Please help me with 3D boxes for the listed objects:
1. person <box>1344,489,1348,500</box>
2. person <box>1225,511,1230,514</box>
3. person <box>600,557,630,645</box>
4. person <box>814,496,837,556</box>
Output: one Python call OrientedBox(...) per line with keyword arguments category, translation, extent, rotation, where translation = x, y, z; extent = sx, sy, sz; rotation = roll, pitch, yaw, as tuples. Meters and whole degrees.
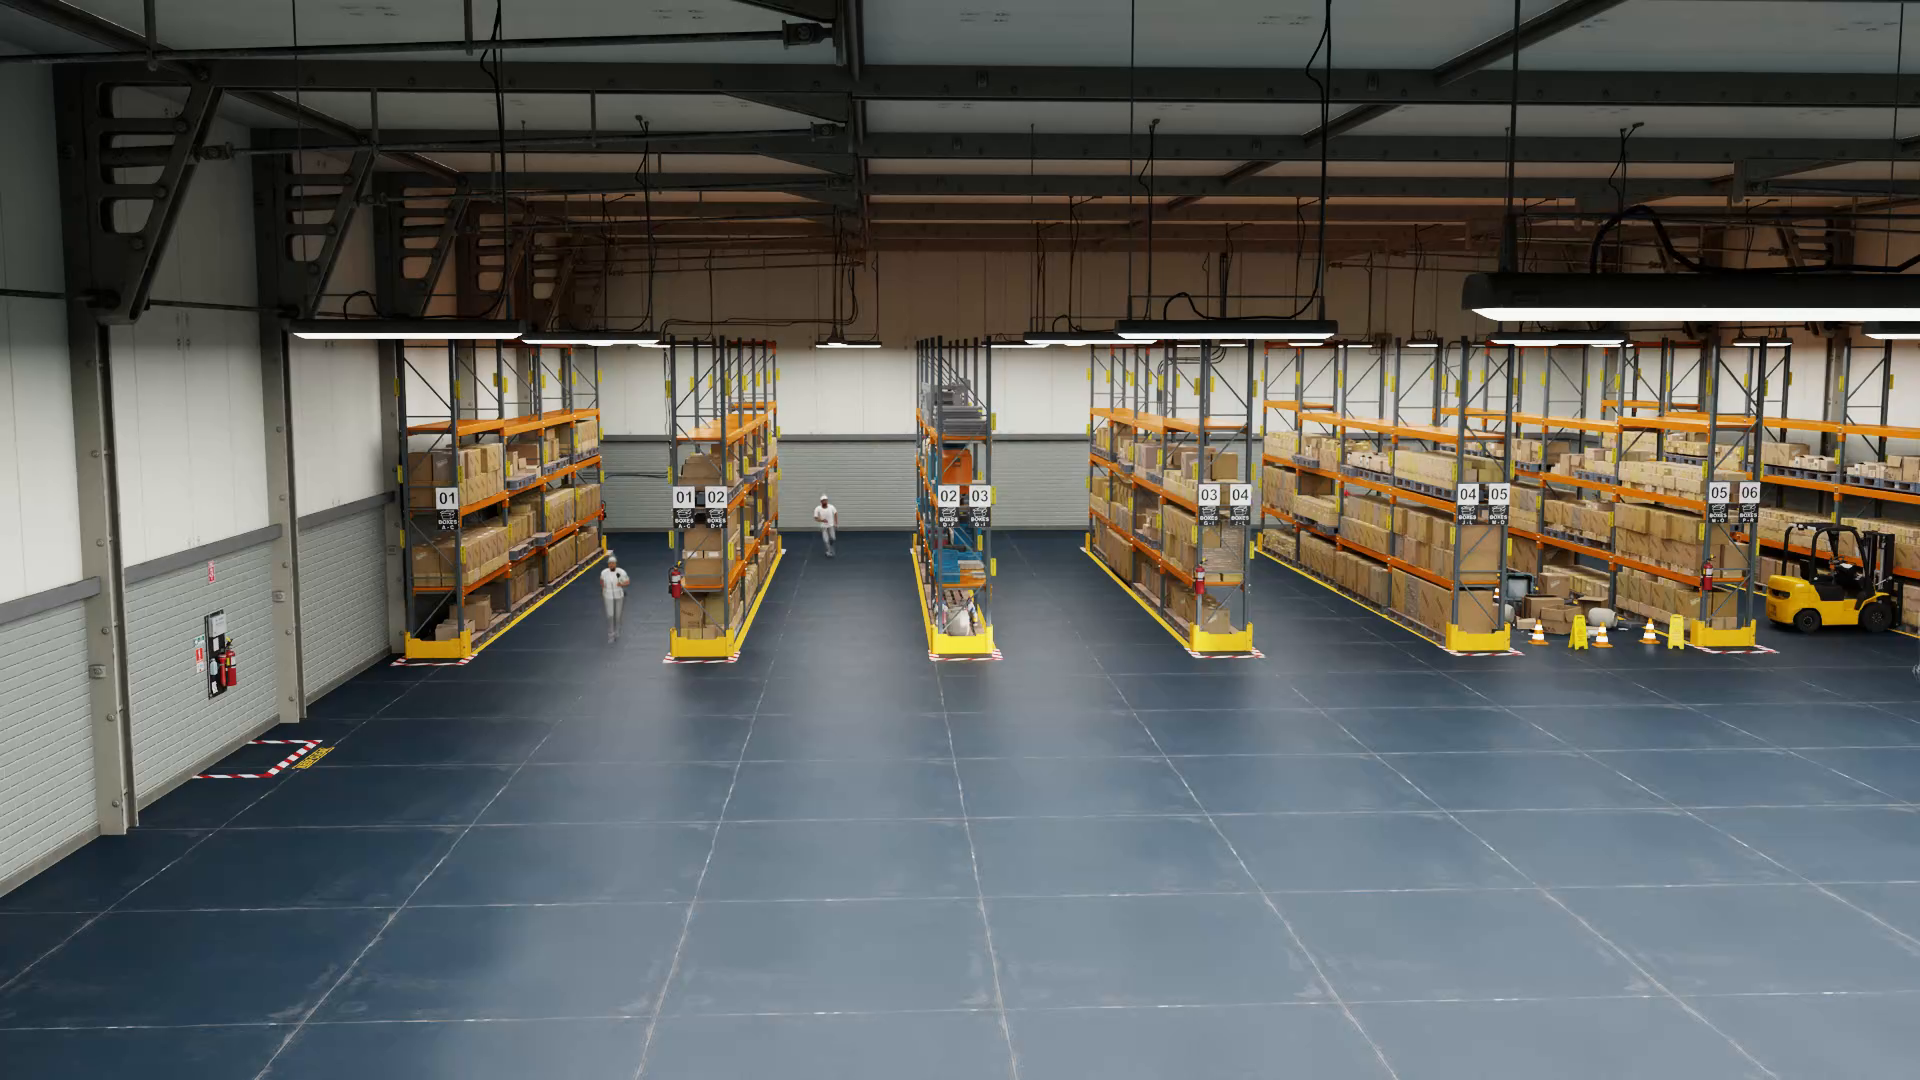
OrientedBox(category="person", translation=(10.898, -0.541, 47.229), extent=(0.654, 1.832, 0.847), rotation=(-2, 7, -15))
OrientedBox(category="person", translation=(7.583, -0.653, 48.603), extent=(0.817, 1.710, 0.796), rotation=(-3, 7, -22))
OrientedBox(category="person", translation=(-6.812, 1.177, 32.890), extent=(0.581, 1.721, 0.814), rotation=(-1, 7, -11))
OrientedBox(category="person", translation=(-3.707, -0.383, 46.181), extent=(0.673, 1.701, 0.573), rotation=(-1, 7, -12))
